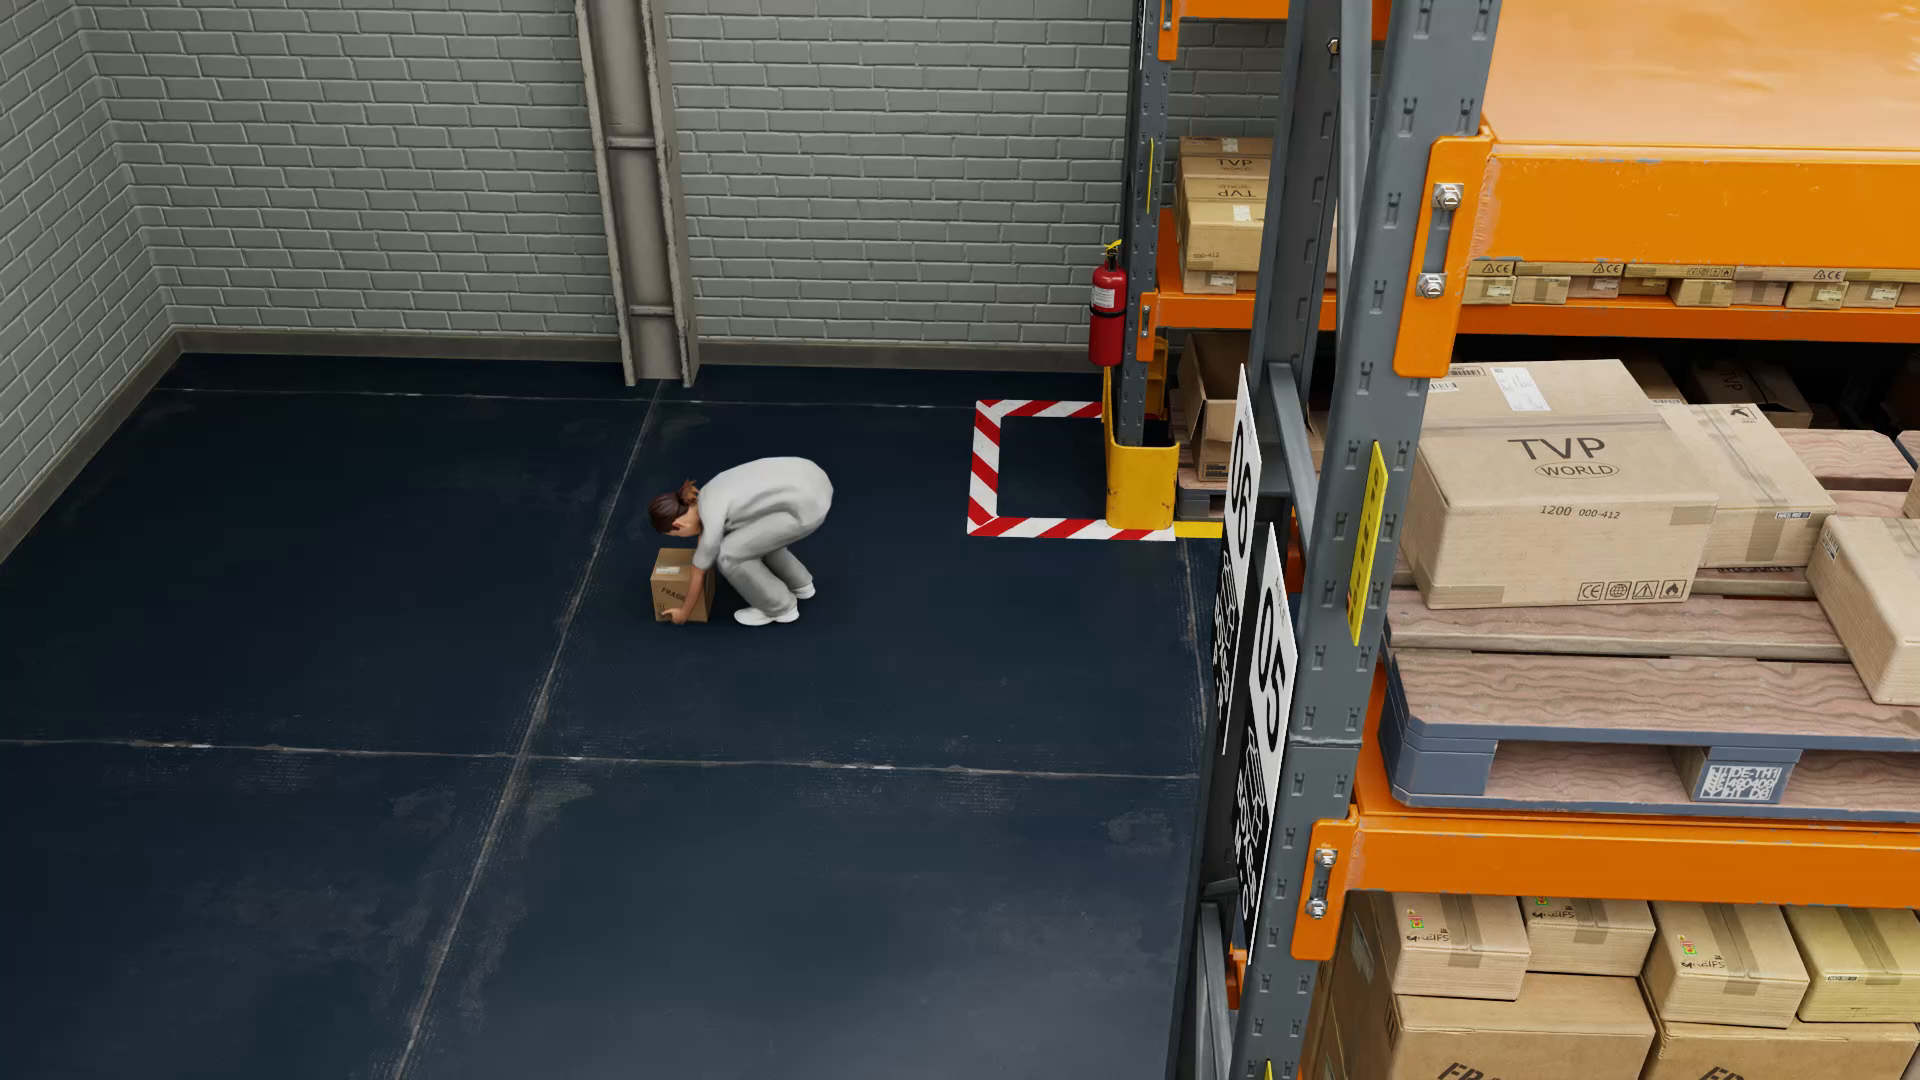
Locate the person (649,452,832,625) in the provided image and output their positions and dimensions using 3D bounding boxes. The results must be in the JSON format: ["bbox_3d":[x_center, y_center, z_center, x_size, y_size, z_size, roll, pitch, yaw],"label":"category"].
[{"bbox_3d":[-1.021,-0.012,7.850,0.854,0.844,0.463,0,36,0],"label":"person"}]
